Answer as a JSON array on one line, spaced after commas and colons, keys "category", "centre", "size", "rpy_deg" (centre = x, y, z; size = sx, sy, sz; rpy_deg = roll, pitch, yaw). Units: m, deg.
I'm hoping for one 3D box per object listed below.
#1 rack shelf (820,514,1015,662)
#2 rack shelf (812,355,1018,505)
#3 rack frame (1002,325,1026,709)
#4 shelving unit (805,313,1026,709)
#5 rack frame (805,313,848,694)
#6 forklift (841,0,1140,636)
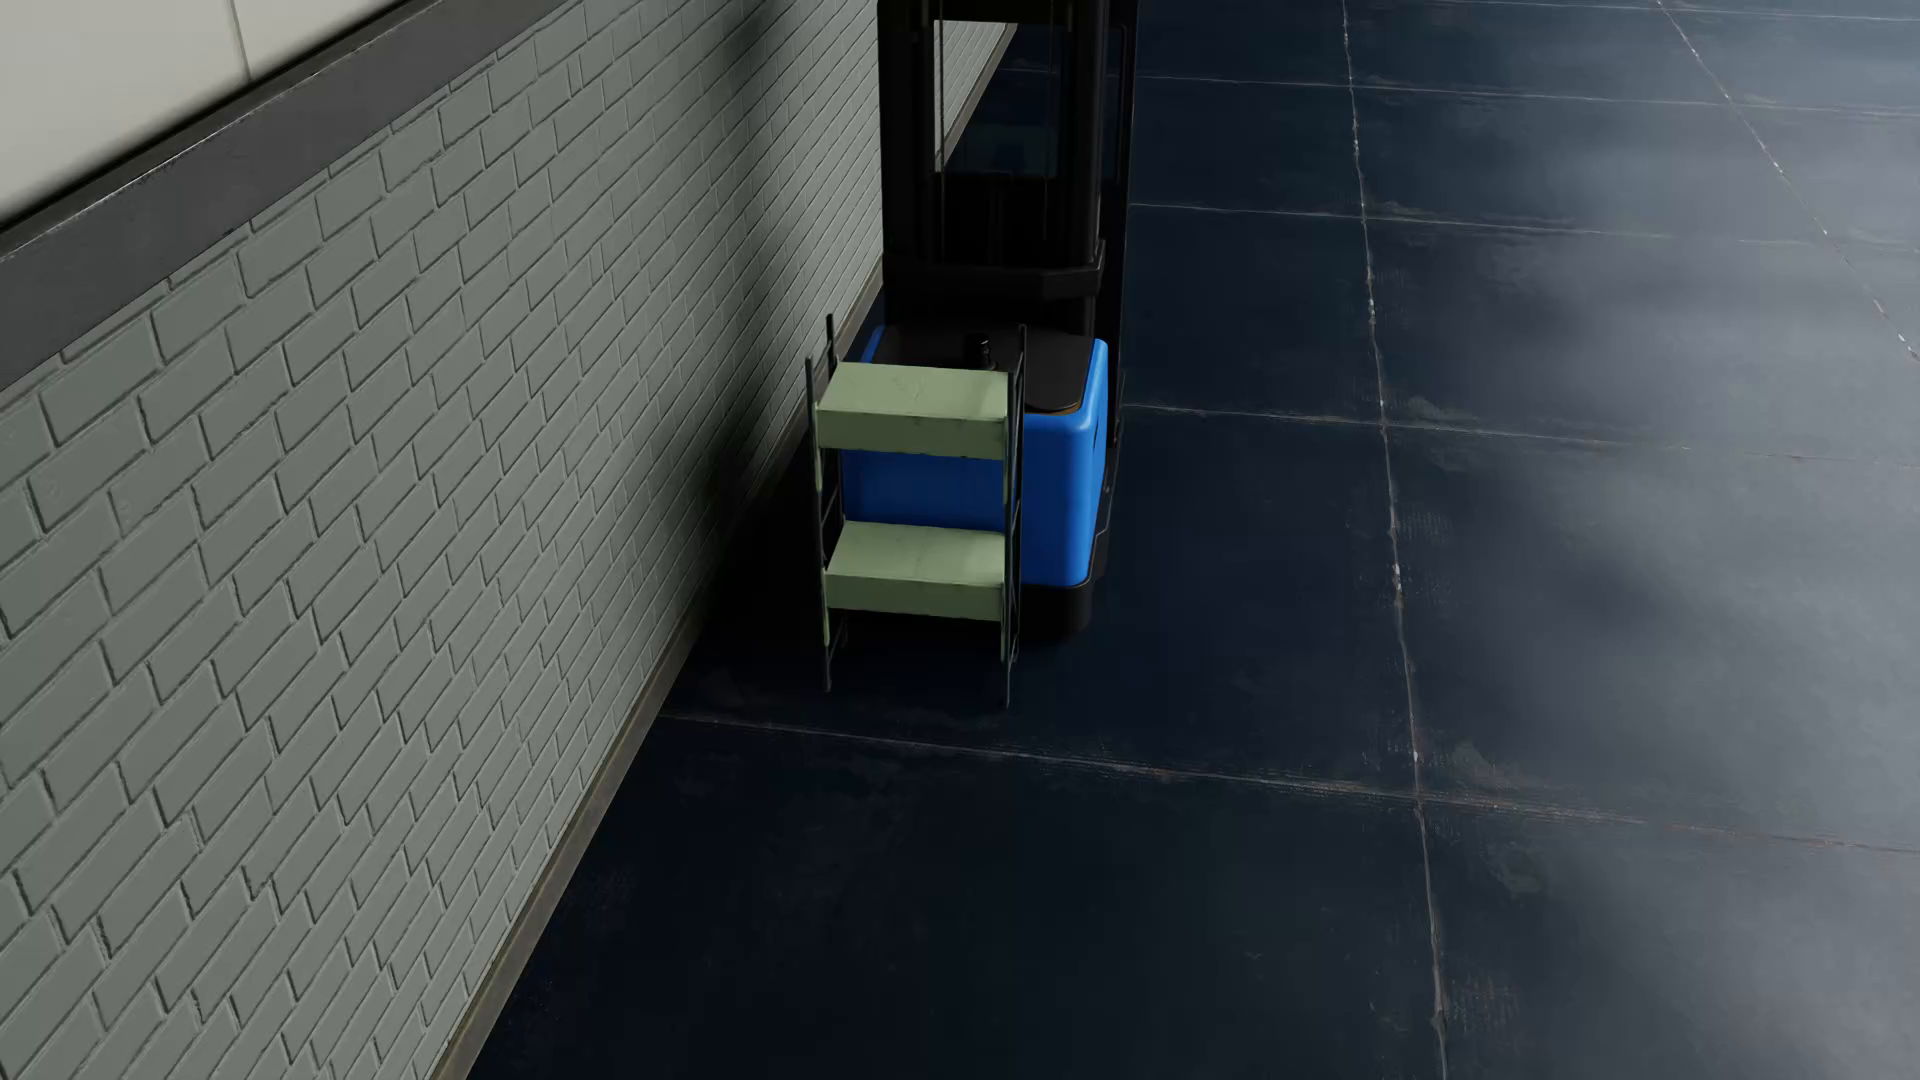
[{"category": "rack shelf", "centre": [-0.155, 0.187, 6.653], "size": [0.720, 0.370, 0.431], "rpy_deg": [4, 32, 7]}, {"category": "rack shelf", "centre": [-0.155, -0.421, 6.273], "size": [0.720, 0.370, 0.431], "rpy_deg": [4, 32, 7]}, {"category": "rack frame", "centre": [0.207, -0.063, 6.436], "size": [0.023, 1.500, 0.400], "rpy_deg": [4, 32, 7]}, {"category": "shelving unit", "centre": [-0.155, -0.090, 6.480], "size": [0.755, 1.500, 0.431], "rpy_deg": [4, 32, 7]}, {"category": "rack frame", "centre": [-0.517, -0.117, 6.523], "size": [0.023, 1.500, 0.400], "rpy_deg": [4, 32, 7]}, {"category": "forklift", "centre": [0.235, -1.607, 7.554], "size": [1.130, 2.935, 3.031], "rpy_deg": [5, 32, 7]}]
